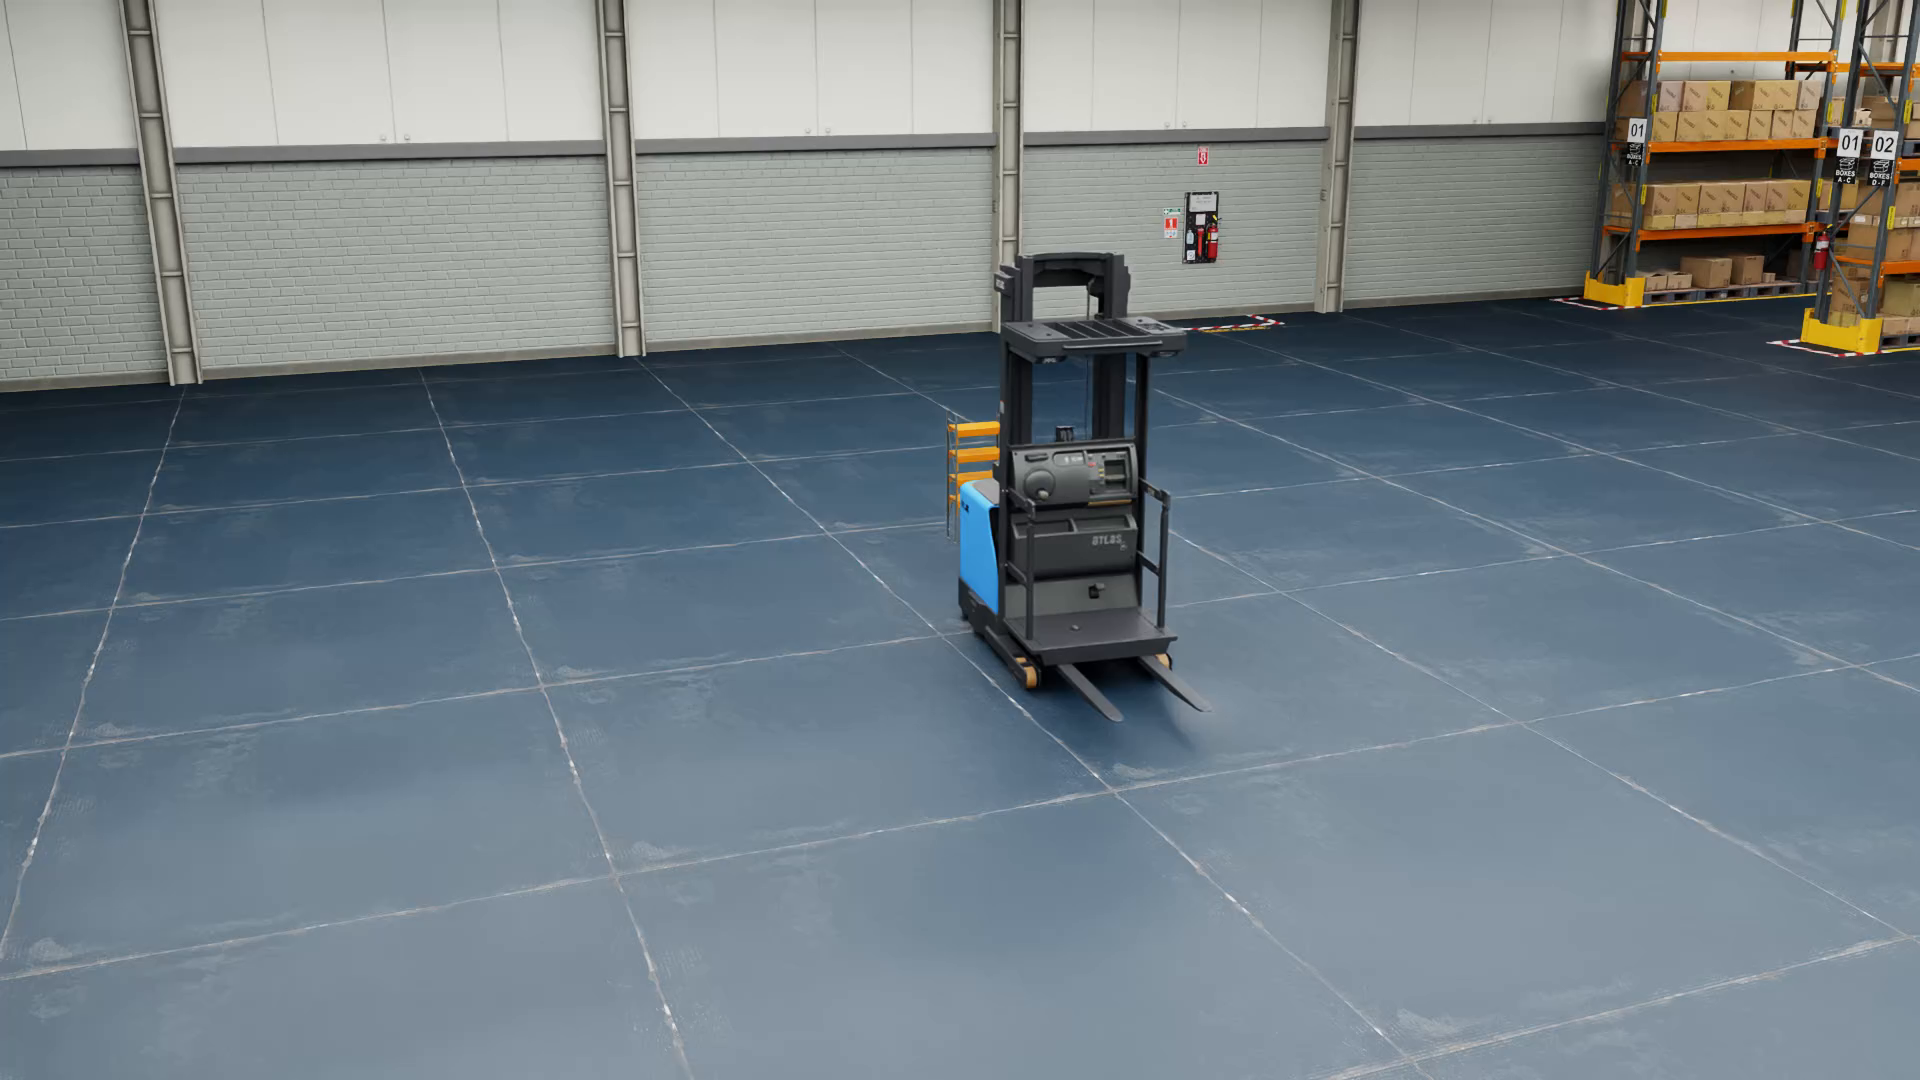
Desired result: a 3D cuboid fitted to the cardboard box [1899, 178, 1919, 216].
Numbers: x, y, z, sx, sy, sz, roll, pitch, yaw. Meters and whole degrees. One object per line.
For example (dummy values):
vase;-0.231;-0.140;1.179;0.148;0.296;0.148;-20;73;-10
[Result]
cardboard box;14.358;-5.162;25.026;0.500;0.500;0.700;-7;18;-22

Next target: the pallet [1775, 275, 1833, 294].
pallet;16.065;-4.836;31.342;1.213;0.211;1.003;-6;17;-20

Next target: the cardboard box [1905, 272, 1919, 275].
cardboard box;15.169;-3.918;26.071;0.500;0.500;0.500;-6;17;-20

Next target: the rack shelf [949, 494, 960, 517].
rack shelf;0.155;-0.337;15.213;0.480;0.148;0.258;-6;17;-20

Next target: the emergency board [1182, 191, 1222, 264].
emergency board;4.023;-5.145;27.448;0.643;1.169;0.194;-6;17;-20

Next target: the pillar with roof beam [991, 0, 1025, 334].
pillar with roof beam;2.282;-6.525;21.500;0.400;9.000;9.100;-6;17;-20

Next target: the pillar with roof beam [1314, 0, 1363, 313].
pillar with roof beam;7.885;-7.130;23.560;0.400;9.000;9.100;-6;17;-20

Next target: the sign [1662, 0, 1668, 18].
sign;11.797;-8.913;27.833;0.005;0.325;0.100;-6;17;-20

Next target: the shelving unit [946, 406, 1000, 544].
shelving unit;0.155;-0.592;15.138;0.503;1.200;0.258;-6;17;-20

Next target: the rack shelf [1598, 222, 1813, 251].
rack shelf;13.471;-5.548;30.095;4.000;0.370;1.077;-6;17;-20

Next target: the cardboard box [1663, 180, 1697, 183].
cardboard box;12.922;-6.194;29.918;0.500;0.500;0.500;-7;18;-22

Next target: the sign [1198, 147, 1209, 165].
sign;3.980;-6.283;27.208;0.199;0.298;0.001;-6;17;-20

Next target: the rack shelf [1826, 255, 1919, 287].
rack shelf;15.247;-4.245;25.658;4.000;0.370;1.077;-6;17;-20

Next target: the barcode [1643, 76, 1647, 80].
barcode;12.087;-8.149;29.337;0.075;0.075;0.001;-6;17;-20

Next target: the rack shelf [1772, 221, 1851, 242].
rack shelf;17.206;-5.951;31.469;4.000;0.370;1.077;-6;17;-20

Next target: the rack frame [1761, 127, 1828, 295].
rack frame;15.338;-6.095;30.681;0.127;3.000;1.000;-6;17;-20

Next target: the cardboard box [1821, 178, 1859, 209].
cardboard box;16.350;-6.450;30.934;0.500;0.500;0.700;-4;17;-14

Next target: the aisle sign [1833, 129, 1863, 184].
aisle sign;13.213;-5.706;24.745;0.004;0.787;0.394;-6;17;-20

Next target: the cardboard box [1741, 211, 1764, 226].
cardboard box;14.072;-5.802;29.915;0.500;0.250;0.500;-6;17;-20

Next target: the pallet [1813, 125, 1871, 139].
pallet;15.953;-7.478;30.401;1.003;0.211;1.213;-6;17;-20

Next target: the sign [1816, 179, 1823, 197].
sign;15.540;-6.368;30.075;0.005;0.325;0.100;-6;17;-20

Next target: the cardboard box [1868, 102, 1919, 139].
cardboard box;13.917;-6.203;24.548;0.637;0.503;0.797;-5;17;-16

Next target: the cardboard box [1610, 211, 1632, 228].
cardboard box;11.970;-5.727;29.660;0.500;0.250;0.500;-6;17;-19

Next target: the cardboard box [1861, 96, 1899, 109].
cardboard box;17.029;-7.942;30.724;0.500;0.500;0.500;-7;18;-22

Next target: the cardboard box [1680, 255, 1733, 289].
cardboard box;13.517;-4.867;30.157;0.500;0.500;0.700;-7;18;-24

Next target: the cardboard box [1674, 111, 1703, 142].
cardboard box;12.519;-7.201;28.911;0.500;0.500;0.500;-5;17;-16

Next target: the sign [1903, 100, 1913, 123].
sign;13.572;-6.138;23.814;0.005;0.325;0.100;-6;17;-20

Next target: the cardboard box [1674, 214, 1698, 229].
cardboard box;12.652;-5.651;29.400;0.500;0.250;0.500;-7;18;-22

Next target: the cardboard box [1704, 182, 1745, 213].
cardboard box;13.584;-6.111;29.635;0.500;0.500;0.500;-6;17;-18

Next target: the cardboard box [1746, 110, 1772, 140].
cardboard box;13.974;-7.362;29.460;0.500;0.500;0.500;-7;18;-22

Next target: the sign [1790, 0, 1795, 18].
sign;15.134;-9.643;30.177;0.005;0.325;0.100;-6;17;-20

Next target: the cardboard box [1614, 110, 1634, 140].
cardboard box;11.902;-7.297;29.238;0.500;0.500;0.500;-5;17;-16

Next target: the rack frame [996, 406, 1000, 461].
rack frame;0.382;-0.617;15.222;0.015;1.200;0.240;-6;17;-20

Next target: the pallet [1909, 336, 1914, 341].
pallet;15.216;-3.261;25.978;1.213;0.211;1.003;-6;17;-20

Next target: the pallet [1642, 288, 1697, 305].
pallet;12.445;-4.434;29.973;1.213;0.211;1.003;-6;17;-20

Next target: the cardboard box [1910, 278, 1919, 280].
cardboard box;14.888;-3.731;25.434;0.500;0.500;0.500;-6;17;-20

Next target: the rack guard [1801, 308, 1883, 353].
rack guard;13.357;-3.187;25.214;0.348;0.500;1.175;-6;17;-20

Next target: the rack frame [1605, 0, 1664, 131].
rack frame;11.603;-8.570;28.462;0.127;3.000;1.000;-6;17;-20

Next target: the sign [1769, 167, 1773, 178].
sign;15.136;-6.796;31.013;0.005;0.325;0.100;-6;17;-20

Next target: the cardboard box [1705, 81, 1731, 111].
cardboard box;13.011;-7.735;28.954;0.500;0.500;0.500;-6;17;-19

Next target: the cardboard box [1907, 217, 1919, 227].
cardboard box;14.068;-4.758;24.800;0.250;0.149;0.380;-7;18;-22

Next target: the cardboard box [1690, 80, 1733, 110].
cardboard box;13.358;-7.931;29.622;0.500;0.500;0.500;-6;17;-20

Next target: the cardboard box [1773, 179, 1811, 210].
cardboard box;15.007;-6.263;30.154;0.500;0.500;0.500;-6;17;-20

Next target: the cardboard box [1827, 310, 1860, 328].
cardboard box;13.774;-3.402;25.647;0.500;0.250;0.500;-6;17;-20

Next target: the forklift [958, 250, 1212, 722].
forklift;0.884;-0.477;11.673;1.130;2.935;3.031;-5;17;-15

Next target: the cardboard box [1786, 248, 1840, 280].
cardboard box;16.020;-5.185;31.238;0.500;0.500;0.700;-6;17;-18

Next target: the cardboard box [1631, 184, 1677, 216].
cardboard box;12.156;-5.958;29.115;0.500;0.500;0.500;-6;17;-20

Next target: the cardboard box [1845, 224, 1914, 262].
cardboard box;13.820;-4.480;25.005;0.500;0.500;0.700;-6;17;-20

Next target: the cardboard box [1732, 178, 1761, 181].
cardboard box;14.340;-6.348;30.445;0.500;0.500;0.500;-6;17;-20

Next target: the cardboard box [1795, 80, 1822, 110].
cardboard box;14.967;-7.949;29.685;0.500;0.500;0.500;-8;18;-25
